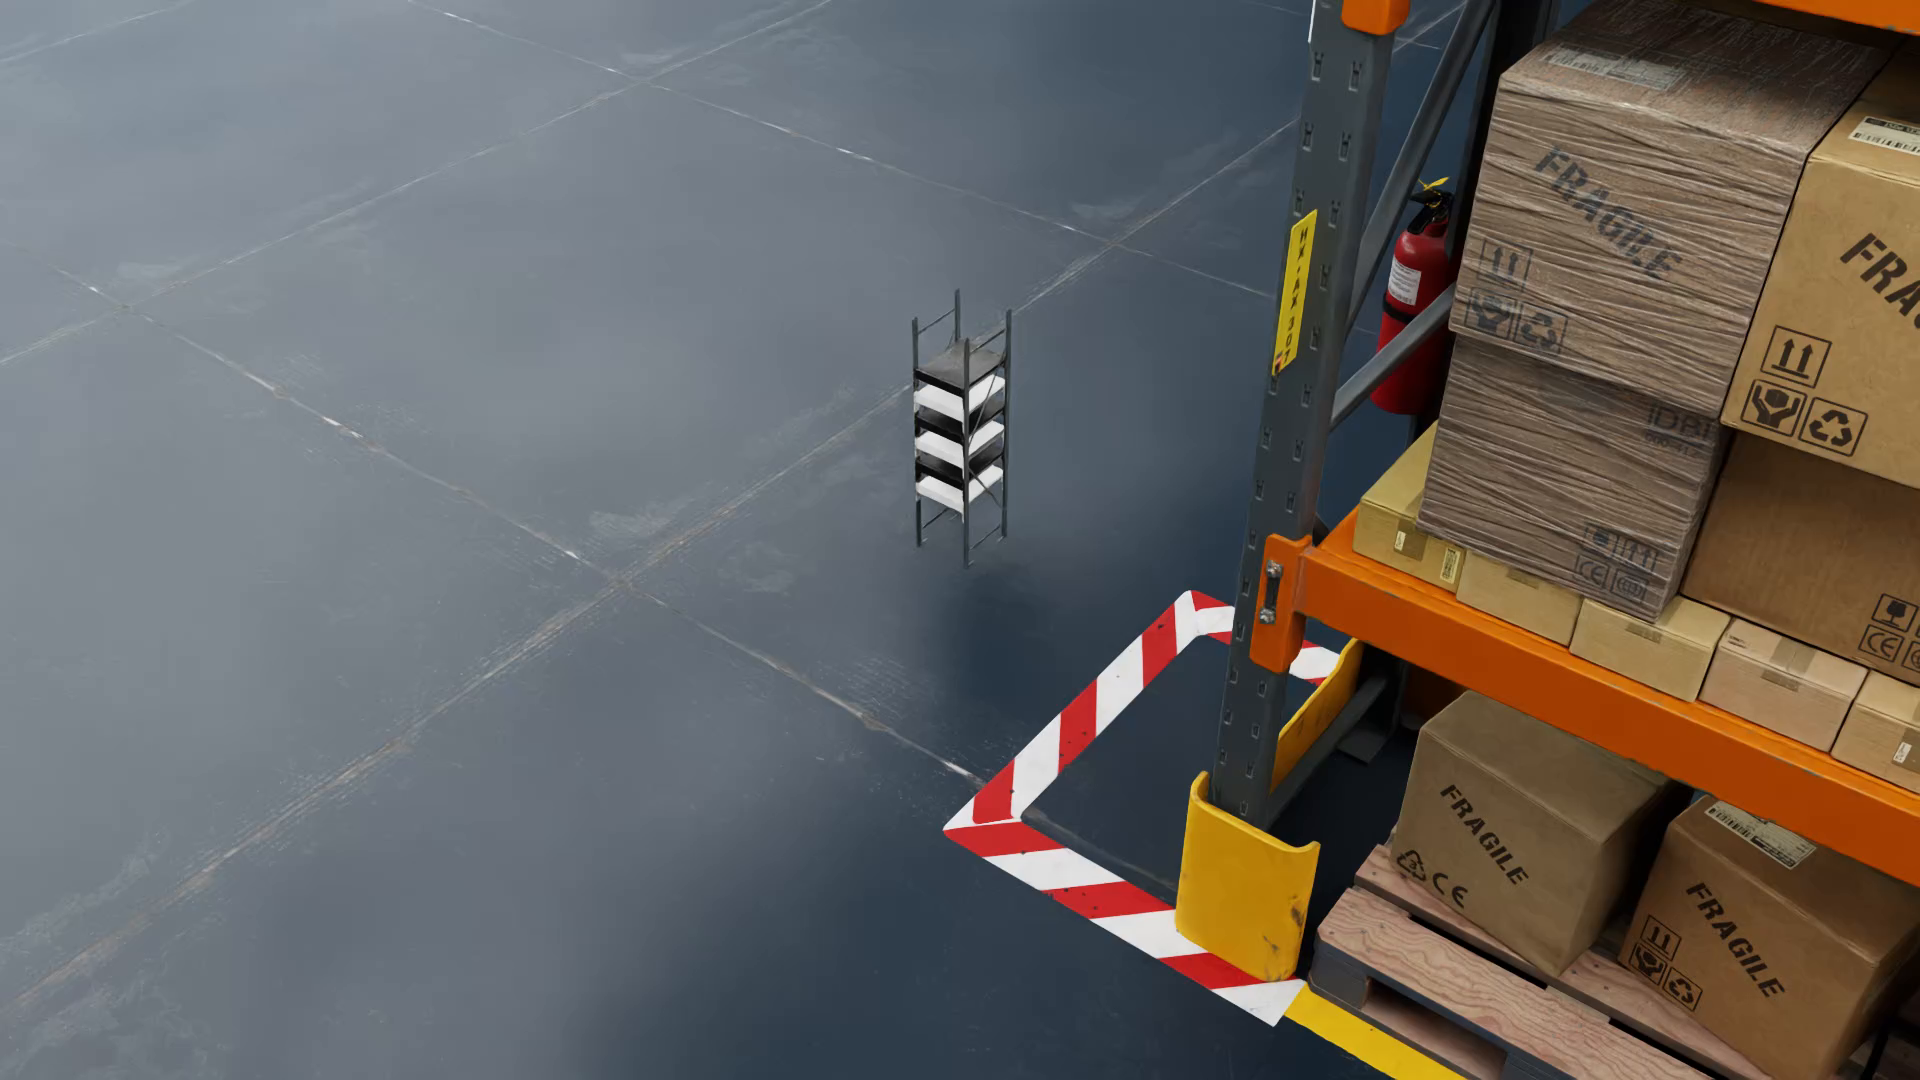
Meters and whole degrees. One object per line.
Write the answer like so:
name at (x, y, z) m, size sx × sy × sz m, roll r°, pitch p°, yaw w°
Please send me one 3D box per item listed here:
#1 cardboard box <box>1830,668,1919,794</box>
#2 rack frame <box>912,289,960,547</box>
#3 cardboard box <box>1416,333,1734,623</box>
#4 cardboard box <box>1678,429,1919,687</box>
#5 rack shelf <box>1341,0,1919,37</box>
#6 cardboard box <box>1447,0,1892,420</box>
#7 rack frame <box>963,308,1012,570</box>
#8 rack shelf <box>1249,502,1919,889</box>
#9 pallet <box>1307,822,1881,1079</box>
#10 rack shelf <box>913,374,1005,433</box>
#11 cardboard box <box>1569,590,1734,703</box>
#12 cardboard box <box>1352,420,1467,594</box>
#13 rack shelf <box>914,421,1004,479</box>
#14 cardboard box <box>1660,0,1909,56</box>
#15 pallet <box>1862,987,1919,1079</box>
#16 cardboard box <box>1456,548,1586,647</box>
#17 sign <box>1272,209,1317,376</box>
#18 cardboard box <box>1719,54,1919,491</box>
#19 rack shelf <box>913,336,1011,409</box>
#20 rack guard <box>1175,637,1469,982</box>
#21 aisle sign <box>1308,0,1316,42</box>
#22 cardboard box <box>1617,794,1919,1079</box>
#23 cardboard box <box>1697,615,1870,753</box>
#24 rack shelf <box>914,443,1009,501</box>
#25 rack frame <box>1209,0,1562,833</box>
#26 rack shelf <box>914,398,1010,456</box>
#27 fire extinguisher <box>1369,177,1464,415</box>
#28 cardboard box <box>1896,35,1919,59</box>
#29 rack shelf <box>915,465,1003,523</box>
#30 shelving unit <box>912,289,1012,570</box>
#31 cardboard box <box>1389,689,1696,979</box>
cardboard box at (1.842, 0.305, 3.131) m, size 0.250 × 0.149 × 0.380 m, roll 25°, pitch 45°, yaw 29°
rack frame at (-0.074, -0.389, 5.517) m, size 0.006 × 0.900 × 0.240 m, roll 25°, pitch 45°, yaw 29°
cardboard box at (1.399, -0.339, 3.427) m, size 0.500 × 0.500 × 0.875 m, roll 25°, pitch 45°, yaw 29°
cardboard box at (1.869, -0.210, 3.263) m, size 0.500 × 0.500 × 0.875 m, roll 25°, pitch 45°, yaw 29°
rack shelf at (2.567, -0.551, 2.170) m, size 4.000 × 0.370 × 1.077 m, roll 25°, pitch 45°, yaw 29°
cardboard box at (1.250, -0.613, 2.966) m, size 0.500 × 0.500 × 0.500 m, roll 25°, pitch 45°, yaw 29°
rack frame at (0.087, -0.313, 5.420) m, size 0.006 × 0.900 × 0.240 m, roll 25°, pitch 45°, yaw 29°
rack shelf at (2.567, 0.630, 3.095) m, size 4.000 × 0.370 × 1.077 m, roll 25°, pitch 45°, yaw 29°
pallet at (1.663, 1.046, 4.243) m, size 1.213 × 0.211 × 1.003 m, roll 25°, pitch 45°, yaw 29°
rack shelf at (0.006, -0.467, 5.378) m, size 0.200 × 0.077 × 0.258 m, roll 25°, pitch 45°, yaw 29°
cardboard box at (1.437, 0.125, 3.361) m, size 0.250 × 0.149 × 0.380 m, roll 25°, pitch 45°, yaw 29°
cardboard box at (1.060, -0.079, 3.622) m, size 0.250 × 0.149 × 0.380 m, roll 25°, pitch 45°, yaw 29°
rack shelf at (0.006, -0.325, 5.489) m, size 0.200 × 0.077 × 0.258 m, roll 25°, pitch 45°, yaw 29°
cardboard box at (1.566, -0.867, 3.291) m, size 0.500 × 0.500 × 0.500 m, roll 25°, pitch 45°, yaw 29°
pallet at (2.628, 1.503, 3.659) m, size 1.213 × 0.211 × 1.003 m, roll 25°, pitch 45°, yaw 29°
cardboard box at (1.247, 0.024, 3.490) m, size 0.250 × 0.149 × 0.380 m, roll 25°, pitch 45°, yaw 29°
sign at (0.649, -0.477, 3.224) m, size 0.005 × 0.325 × 0.100 m, roll 25°, pitch 45°, yaw 29°
cardboard box at (1.643, -0.422, 2.722) m, size 0.500 × 0.500 × 0.500 m, roll 25°, pitch 45°, yaw 29°
rack shelf at (0.006, -0.538, 5.323) m, size 0.200 × 0.077 × 0.258 m, roll 25°, pitch 45°, yaw 29°
rack guard at (1.039, 0.611, 4.564) m, size 0.348 × 0.500 × 1.175 m, roll 25°, pitch 45°, yaw 29°
aisle sign at (0.747, -1.302, 2.871) m, size 0.004 × 0.787 × 0.394 m, roll 25°, pitch 45°, yaw 29°
cardboard box at (1.960, 0.866, 3.897) m, size 0.500 × 0.500 × 0.500 m, roll -25°, pitch 45°, yaw -29°
cardboard box at (1.648, 0.208, 3.255) m, size 0.250 × 0.149 × 0.380 m, roll 25°, pitch 45°, yaw 29°
rack shelf at (0.006, -0.254, 5.545) m, size 0.200 × 0.077 × 0.258 m, roll 25°, pitch 45°, yaw 29°
rack frame at (0.979, -0.402, 3.830) m, size 0.127 × 3.000 × 1.000 m, roll 25°, pitch 45°, yaw 29°
rack shelf at (0.006, -0.396, 5.434) m, size 0.200 × 0.077 × 0.258 m, roll 25°, pitch 45°, yaw 29°
fire extinguisher at (1.168, -0.640, 4.197) m, size 0.183 × 0.674 × 0.296 m, roll 25°, pitch 45°, yaw 29°
cardboard box at (1.966, -0.683, 3.055) m, size 0.500 × 0.500 × 0.500 m, roll 25°, pitch 45°, yaw 29°
rack shelf at (0.006, -0.183, 5.600) m, size 0.200 × 0.077 × 0.258 m, roll 25°, pitch 45°, yaw 29°
shelving unit at (0.006, -0.351, 5.469) m, size 0.210 × 0.900 × 0.258 m, roll 25°, pitch 45°, yaw 29°
cardboard box at (1.465, 0.659, 4.162) m, size 0.500 × 0.500 × 0.500 m, roll -29°, pitch 46°, yaw -32°
